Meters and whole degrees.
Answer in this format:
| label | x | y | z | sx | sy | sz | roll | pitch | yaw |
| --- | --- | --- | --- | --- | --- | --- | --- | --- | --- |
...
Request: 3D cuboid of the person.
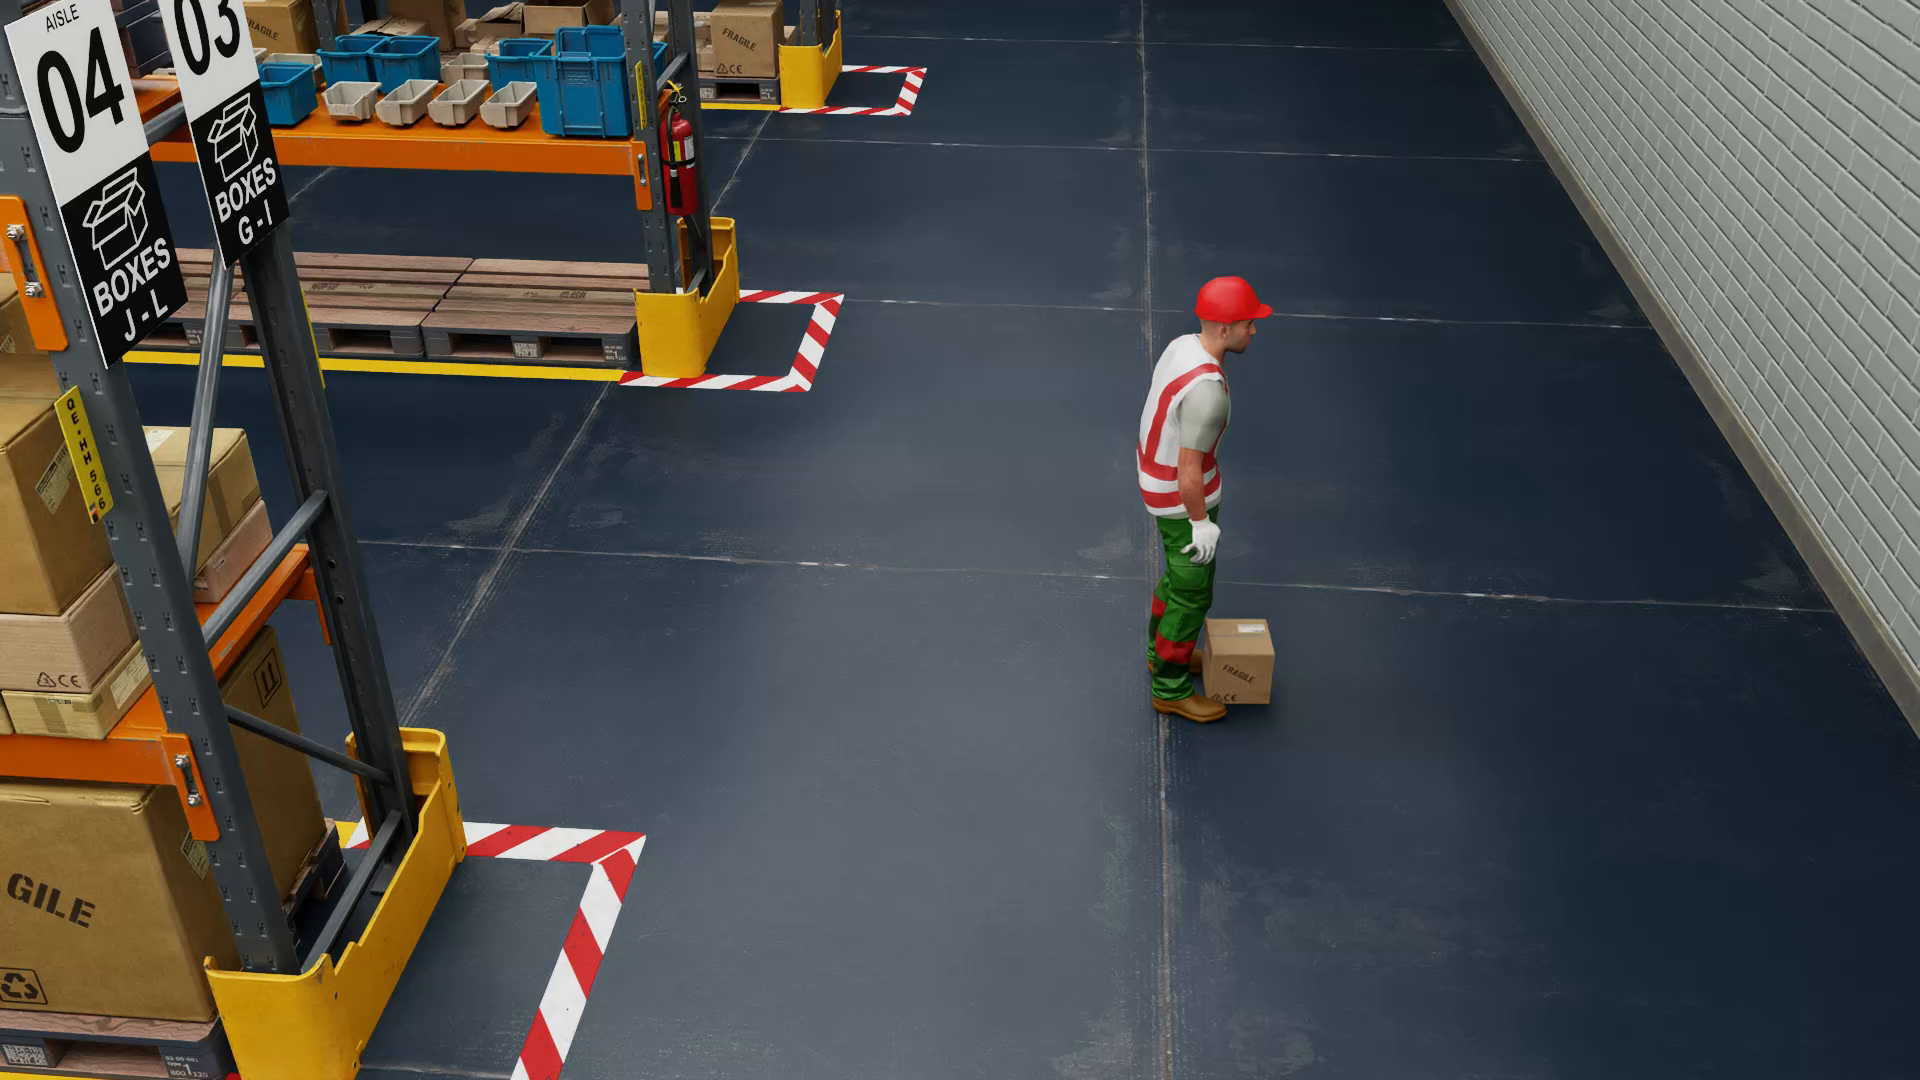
| label | x | y | z | sx | sy | sz | roll | pitch | yaw |
| --- | --- | --- | --- | --- | --- | --- | --- | --- | --- |
| person | 0.904 | -0.167 | 6.394 | 0.454 | 1.777 | 0.608 | 1 | 32 | 2 |
